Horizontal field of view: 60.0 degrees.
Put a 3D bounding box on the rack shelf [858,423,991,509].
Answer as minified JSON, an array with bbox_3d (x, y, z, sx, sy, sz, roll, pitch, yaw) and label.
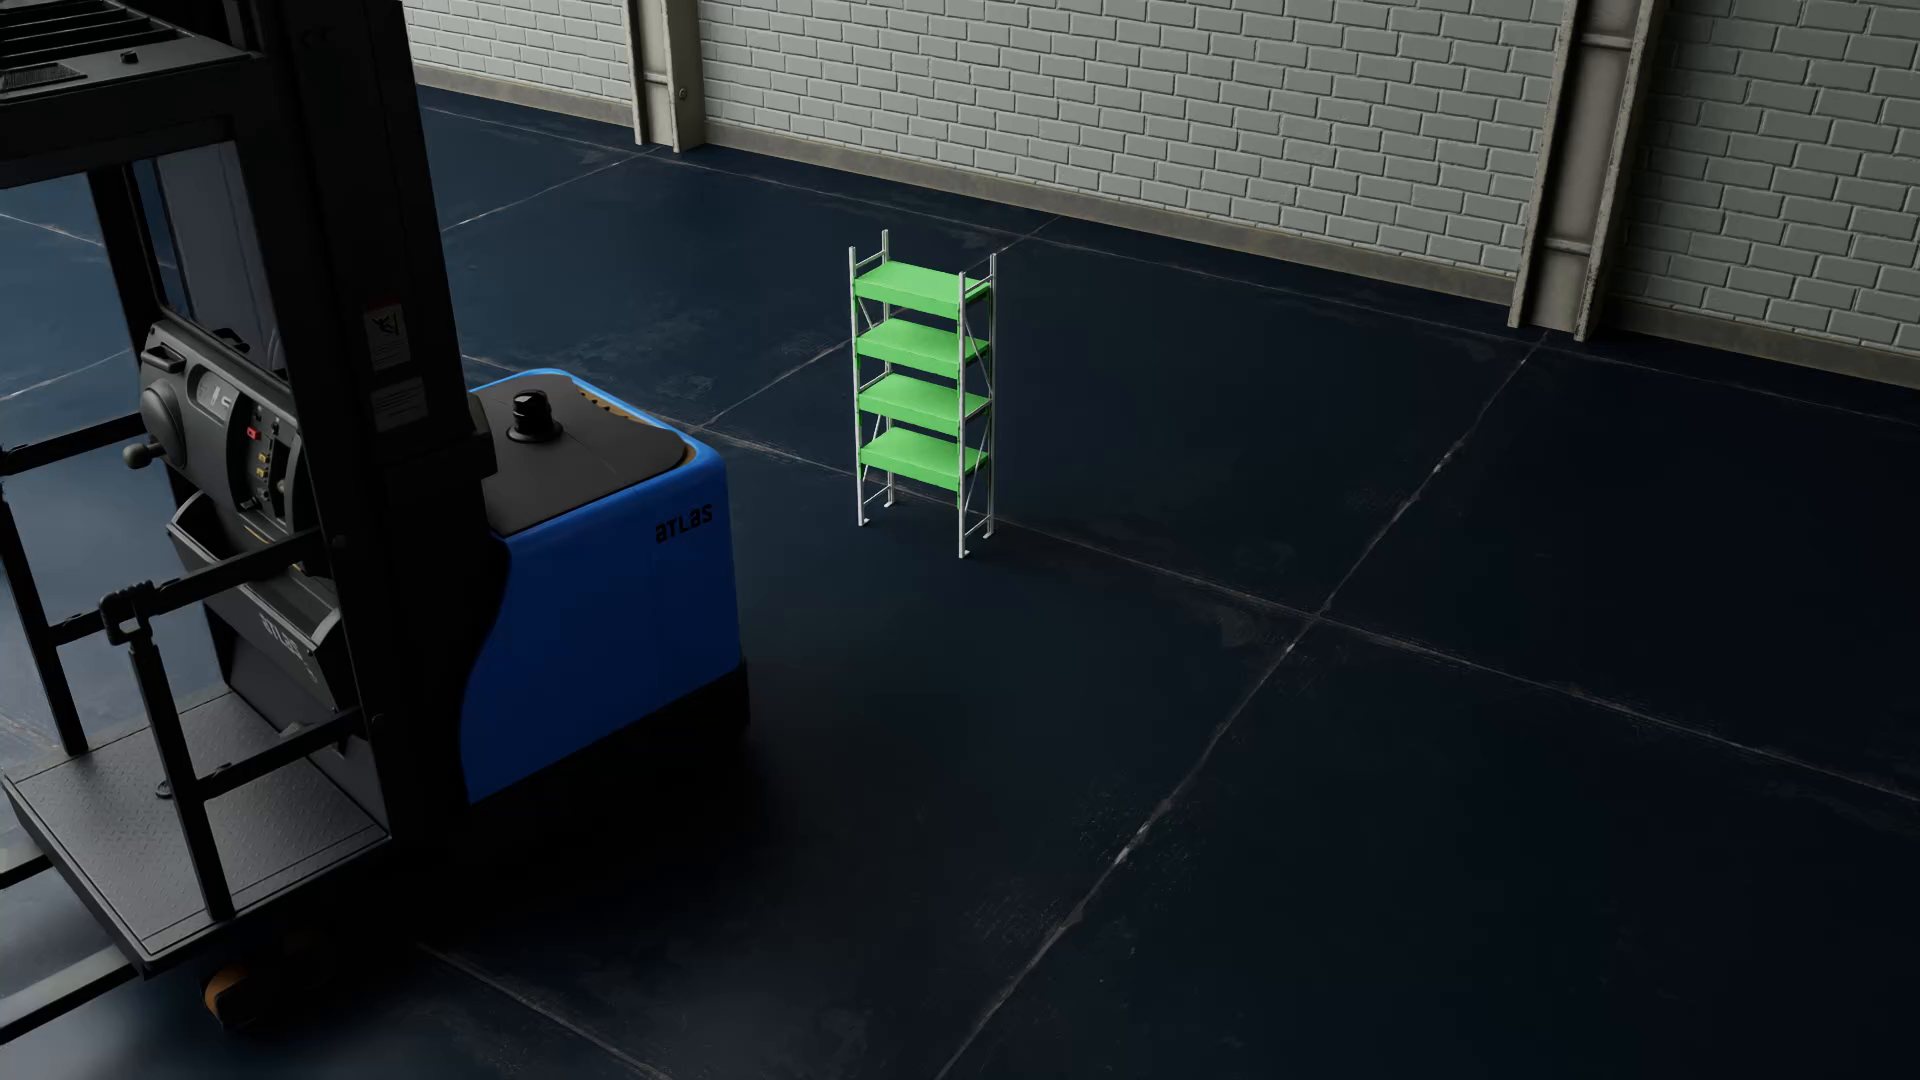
[{"bbox_3d":[-0.140,-0.300,6.677,0.480,0.148,0.258,18,35,27],"label":"rack shelf"}]

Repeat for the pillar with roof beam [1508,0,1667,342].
[{"bbox_3d":[0.812,-3.178,3.266,0.400,9.000,9.100,18,35,27],"label":"pillar with roof beam"}]

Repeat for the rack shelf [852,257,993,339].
[{"bbox_3d":[-0.140,-0.922,6.314,0.480,0.148,0.258,18,35,27],"label":"rack shelf"}]

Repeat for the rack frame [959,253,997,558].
[{"bbox_3d":[0.066,-0.497,6.412,0.015,1.200,0.240,18,35,27],"label":"rack frame"}]

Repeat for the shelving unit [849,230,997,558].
[{"bbox_3d":[-0.140,-0.563,6.524,0.503,1.200,0.258,18,35,27],"label":"shelving unit"}]

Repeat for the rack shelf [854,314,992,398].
[{"bbox_3d":[-0.140,-0.715,6.435,0.480,0.148,0.258,18,35,27],"label":"rack shelf"}]

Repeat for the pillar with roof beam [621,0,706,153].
[{"bbox_3d":[-4.270,-4.785,6.022,0.400,9.000,9.100,18,35,27],"label":"pillar with roof beam"}]

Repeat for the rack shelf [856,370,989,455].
[{"bbox_3d":[-0.140,-0.507,6.556,0.480,0.148,0.258,18,35,27],"label":"rack shelf"}]

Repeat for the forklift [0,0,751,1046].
[{"bbox_3d":[-2.100,-0.248,4.266,1.130,2.935,3.031,27,40,38],"label":"forklift"}]

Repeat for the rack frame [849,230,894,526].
[{"bbox_3d":[-0.347,-0.628,6.636,0.015,1.200,0.240,18,35,27],"label":"rack frame"}]
